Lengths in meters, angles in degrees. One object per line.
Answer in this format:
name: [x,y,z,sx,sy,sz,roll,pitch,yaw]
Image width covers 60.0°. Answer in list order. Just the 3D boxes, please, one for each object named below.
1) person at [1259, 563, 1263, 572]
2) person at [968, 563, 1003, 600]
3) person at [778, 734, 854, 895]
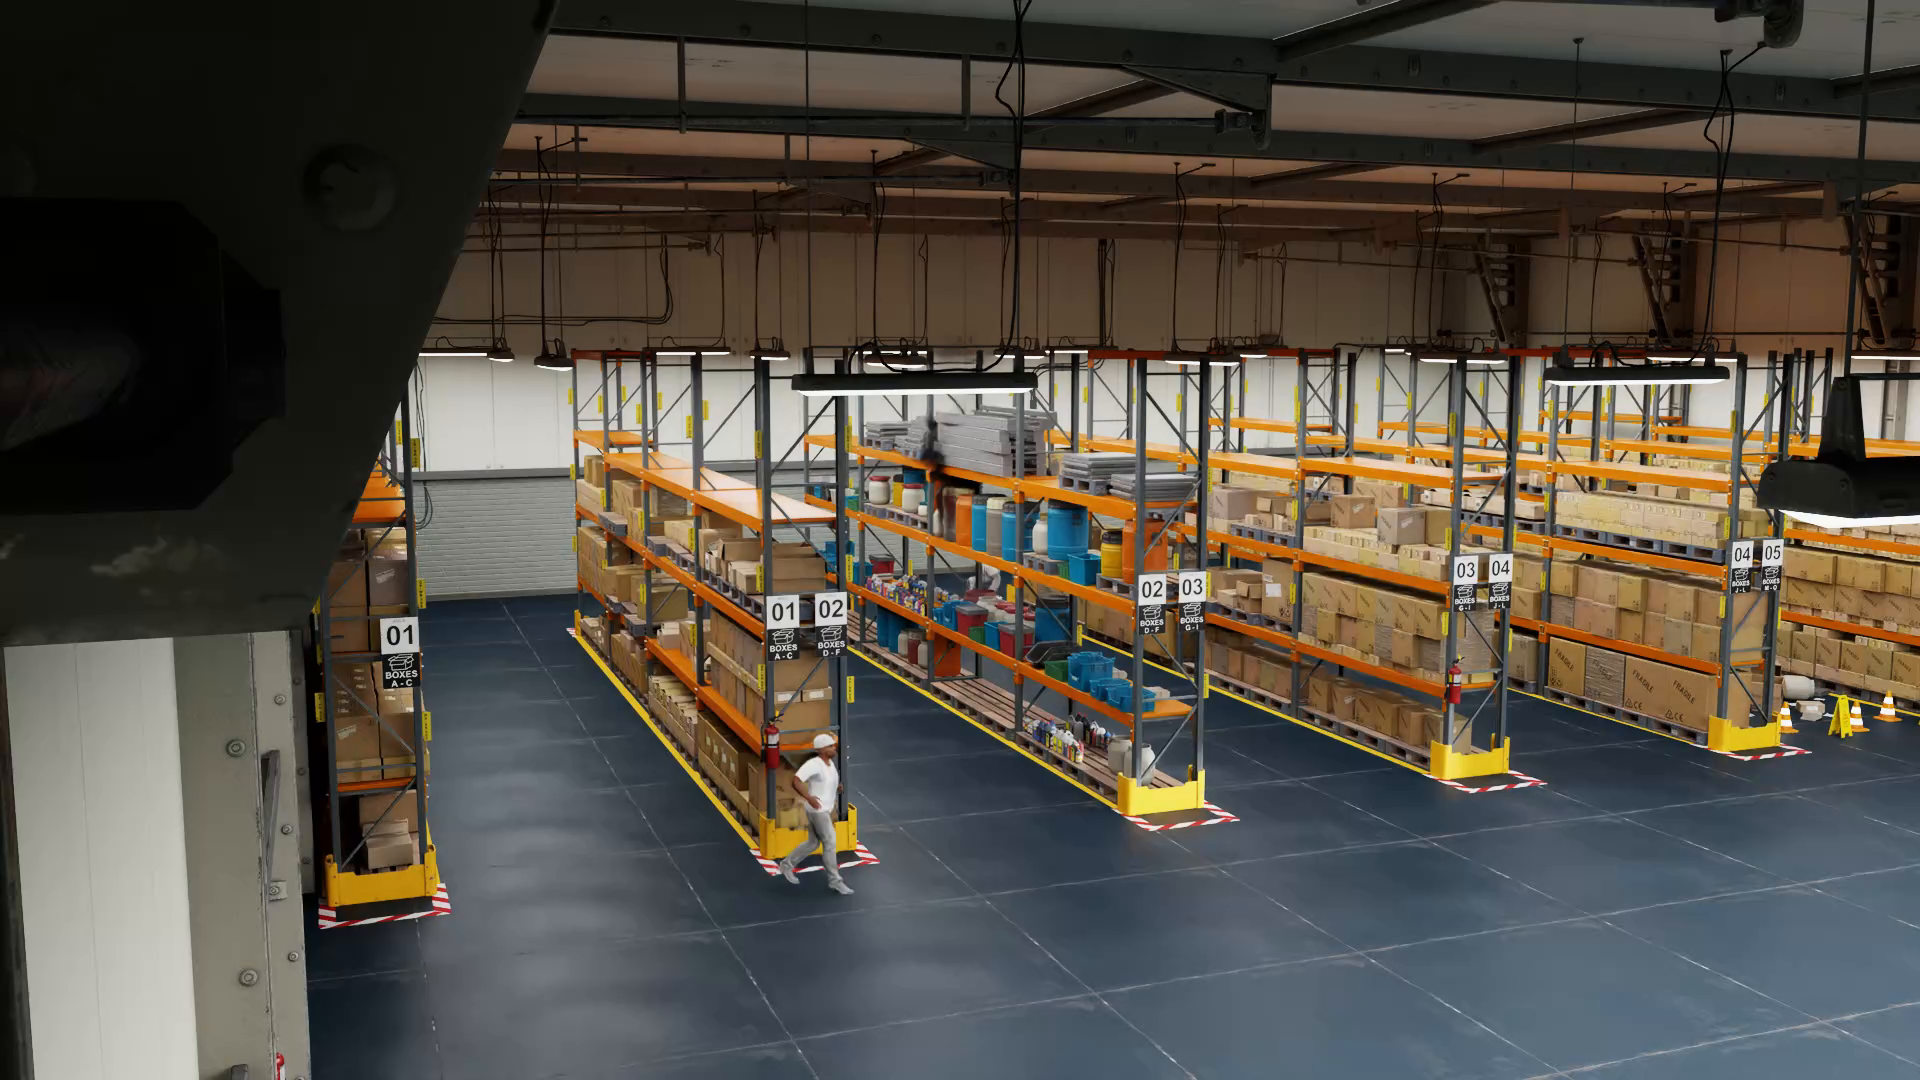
person: [7.626,0.462,41.008,0.525,1.628,0.653,6,9,41]
person: [0.621,0.609,39.592,0.814,1.657,0.722,-2,7,-16]
person: [-1.620,3.103,19.082,0.921,1.776,0.713,1,7,10]
